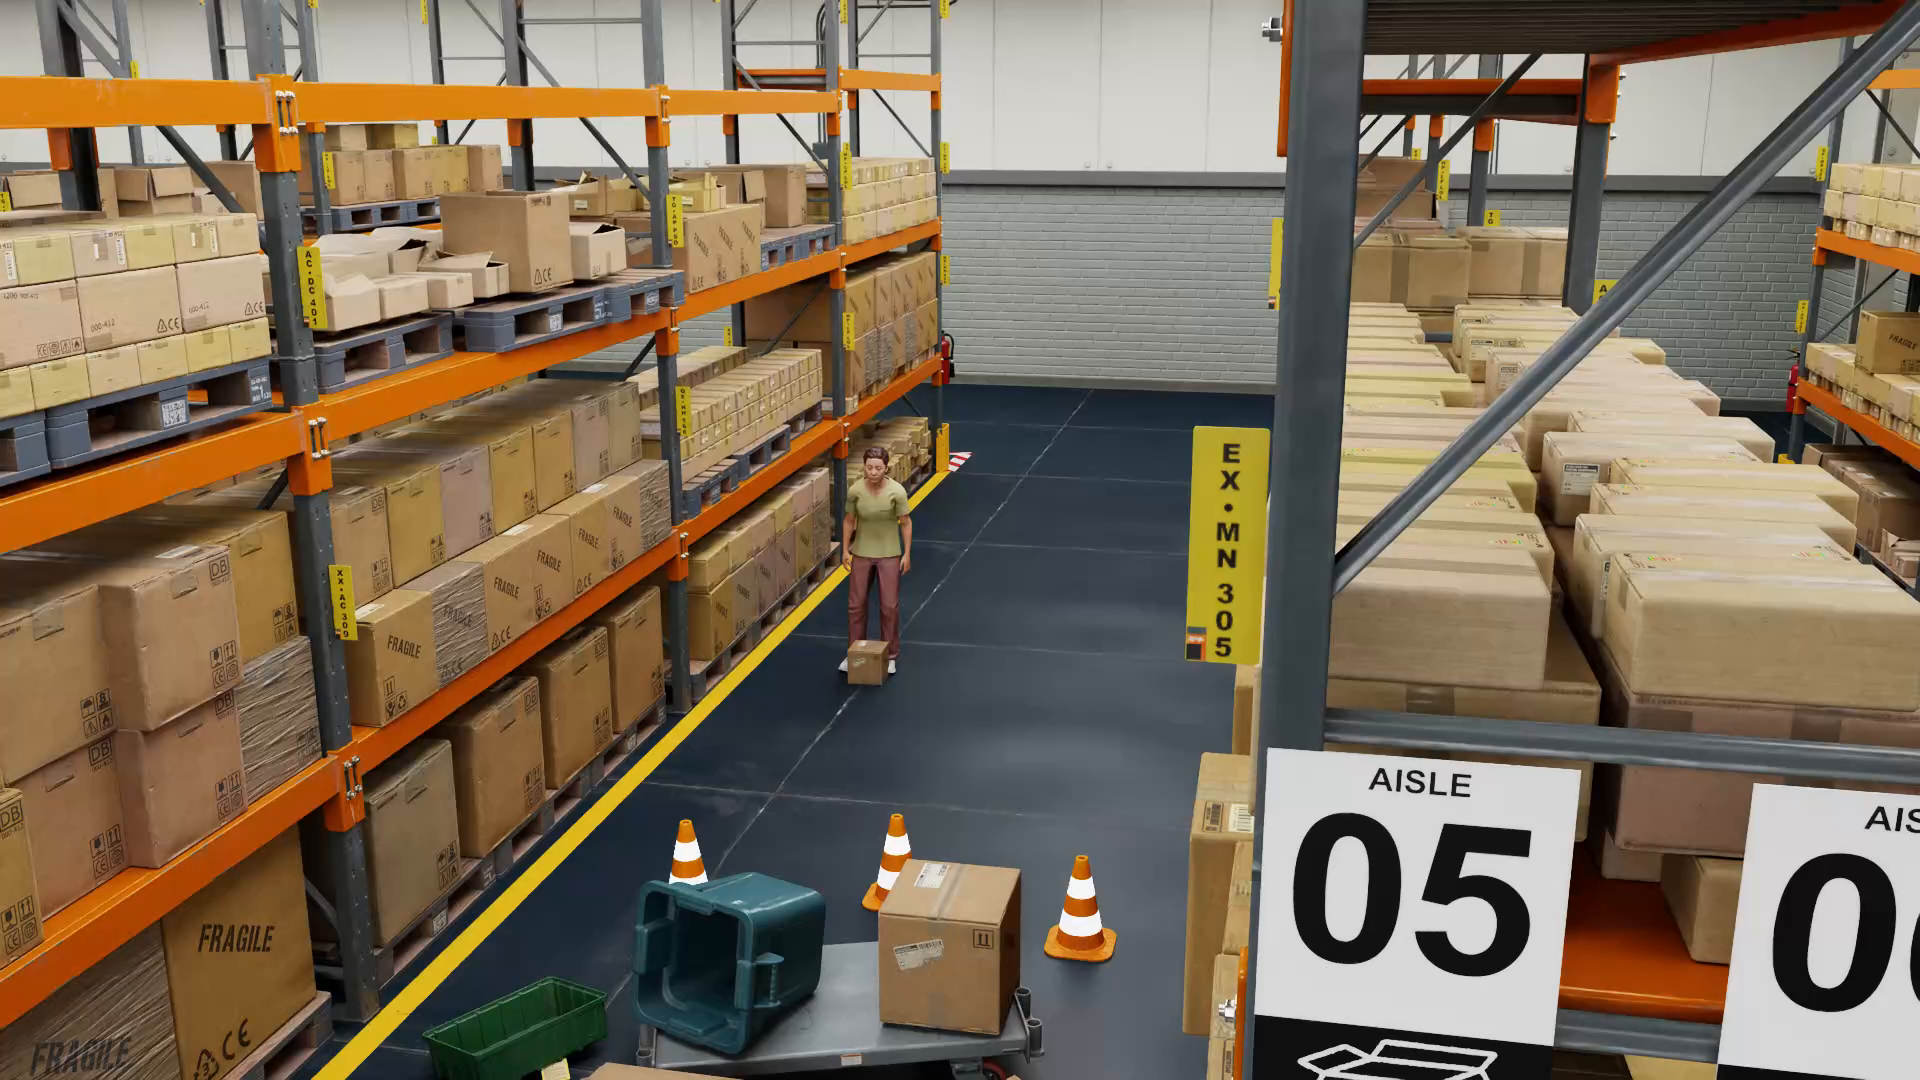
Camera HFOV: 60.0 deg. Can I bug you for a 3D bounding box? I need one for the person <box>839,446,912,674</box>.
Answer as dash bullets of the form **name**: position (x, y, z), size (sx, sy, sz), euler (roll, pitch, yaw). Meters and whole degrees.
- **person**: position (-0.610, 0.132, 12.013), size (0.520, 1.673, 0.355), euler (2, 15, 8)
